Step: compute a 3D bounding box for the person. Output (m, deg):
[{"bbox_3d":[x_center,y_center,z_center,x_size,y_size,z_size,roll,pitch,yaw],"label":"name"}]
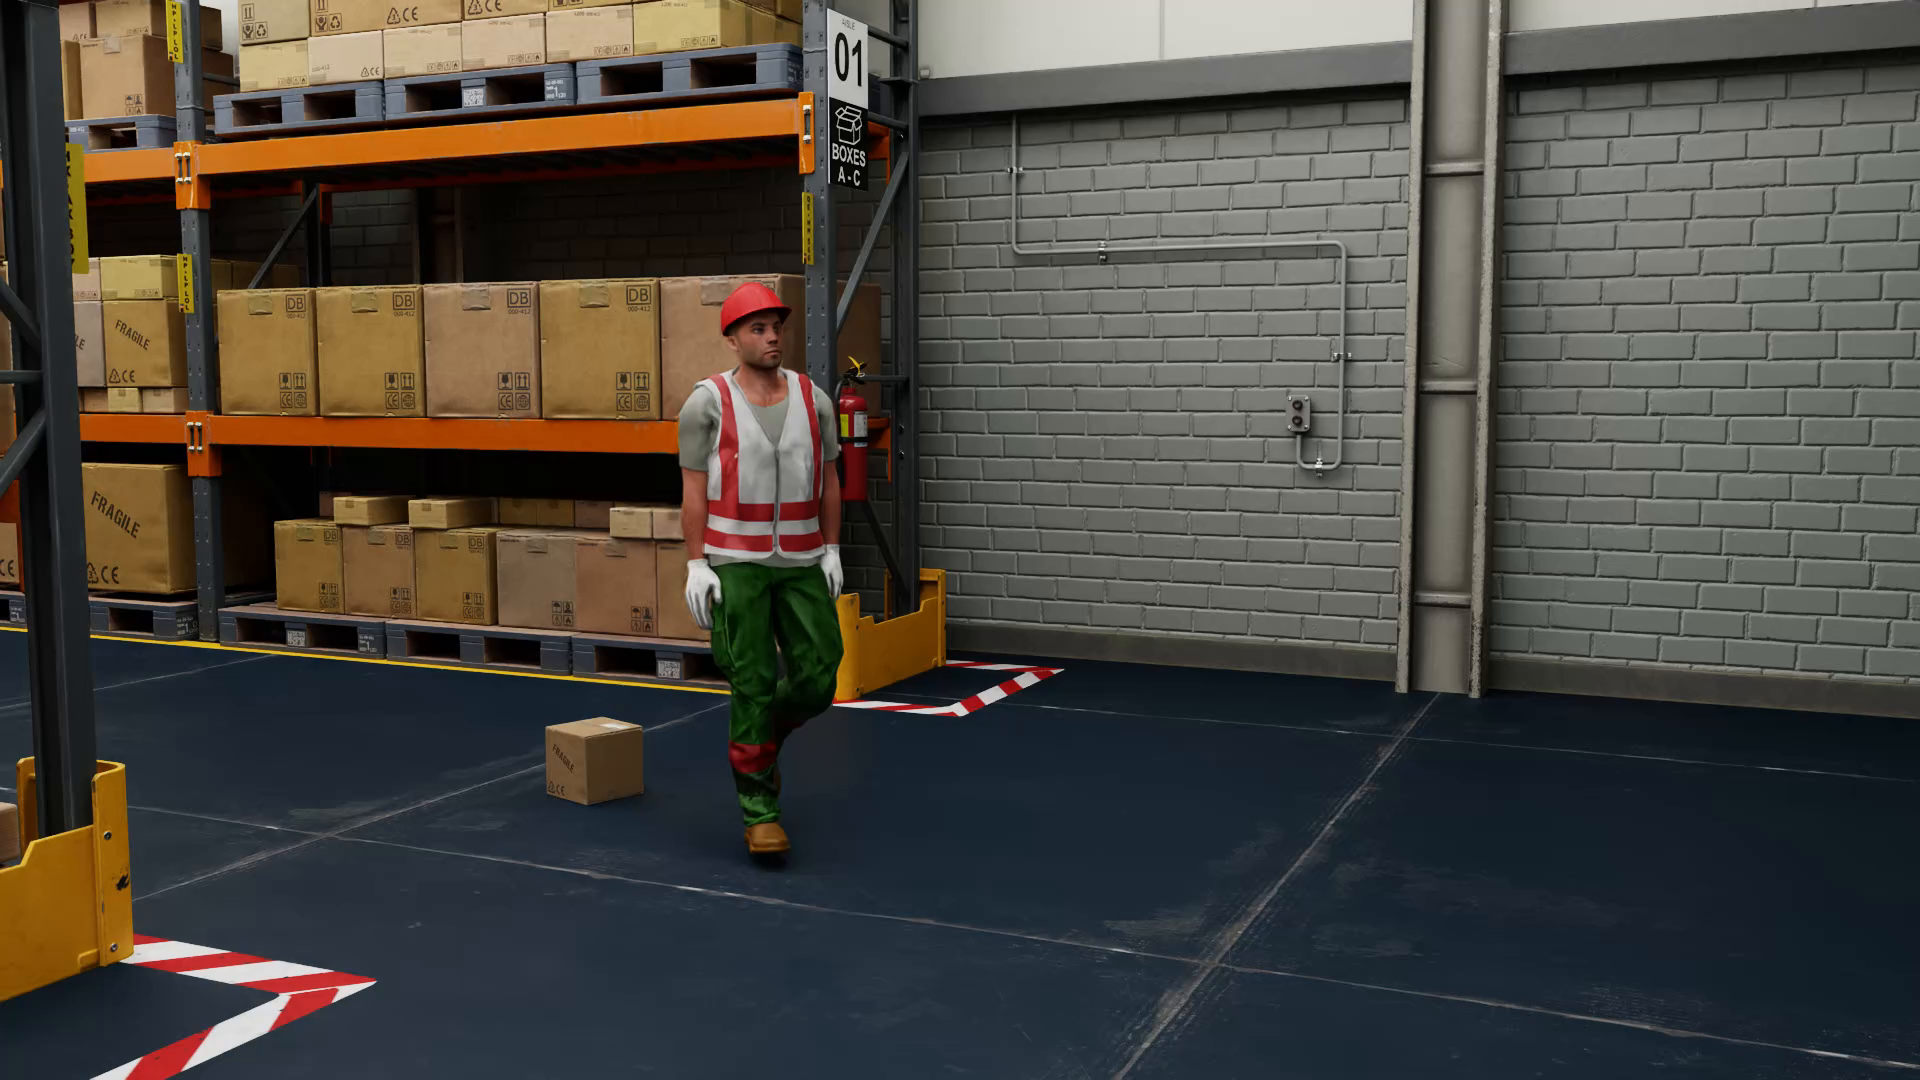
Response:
[{"bbox_3d":[-0.639,0.077,5.324,0.548,1.779,0.636,-3,6,-26],"label":"person"}]
